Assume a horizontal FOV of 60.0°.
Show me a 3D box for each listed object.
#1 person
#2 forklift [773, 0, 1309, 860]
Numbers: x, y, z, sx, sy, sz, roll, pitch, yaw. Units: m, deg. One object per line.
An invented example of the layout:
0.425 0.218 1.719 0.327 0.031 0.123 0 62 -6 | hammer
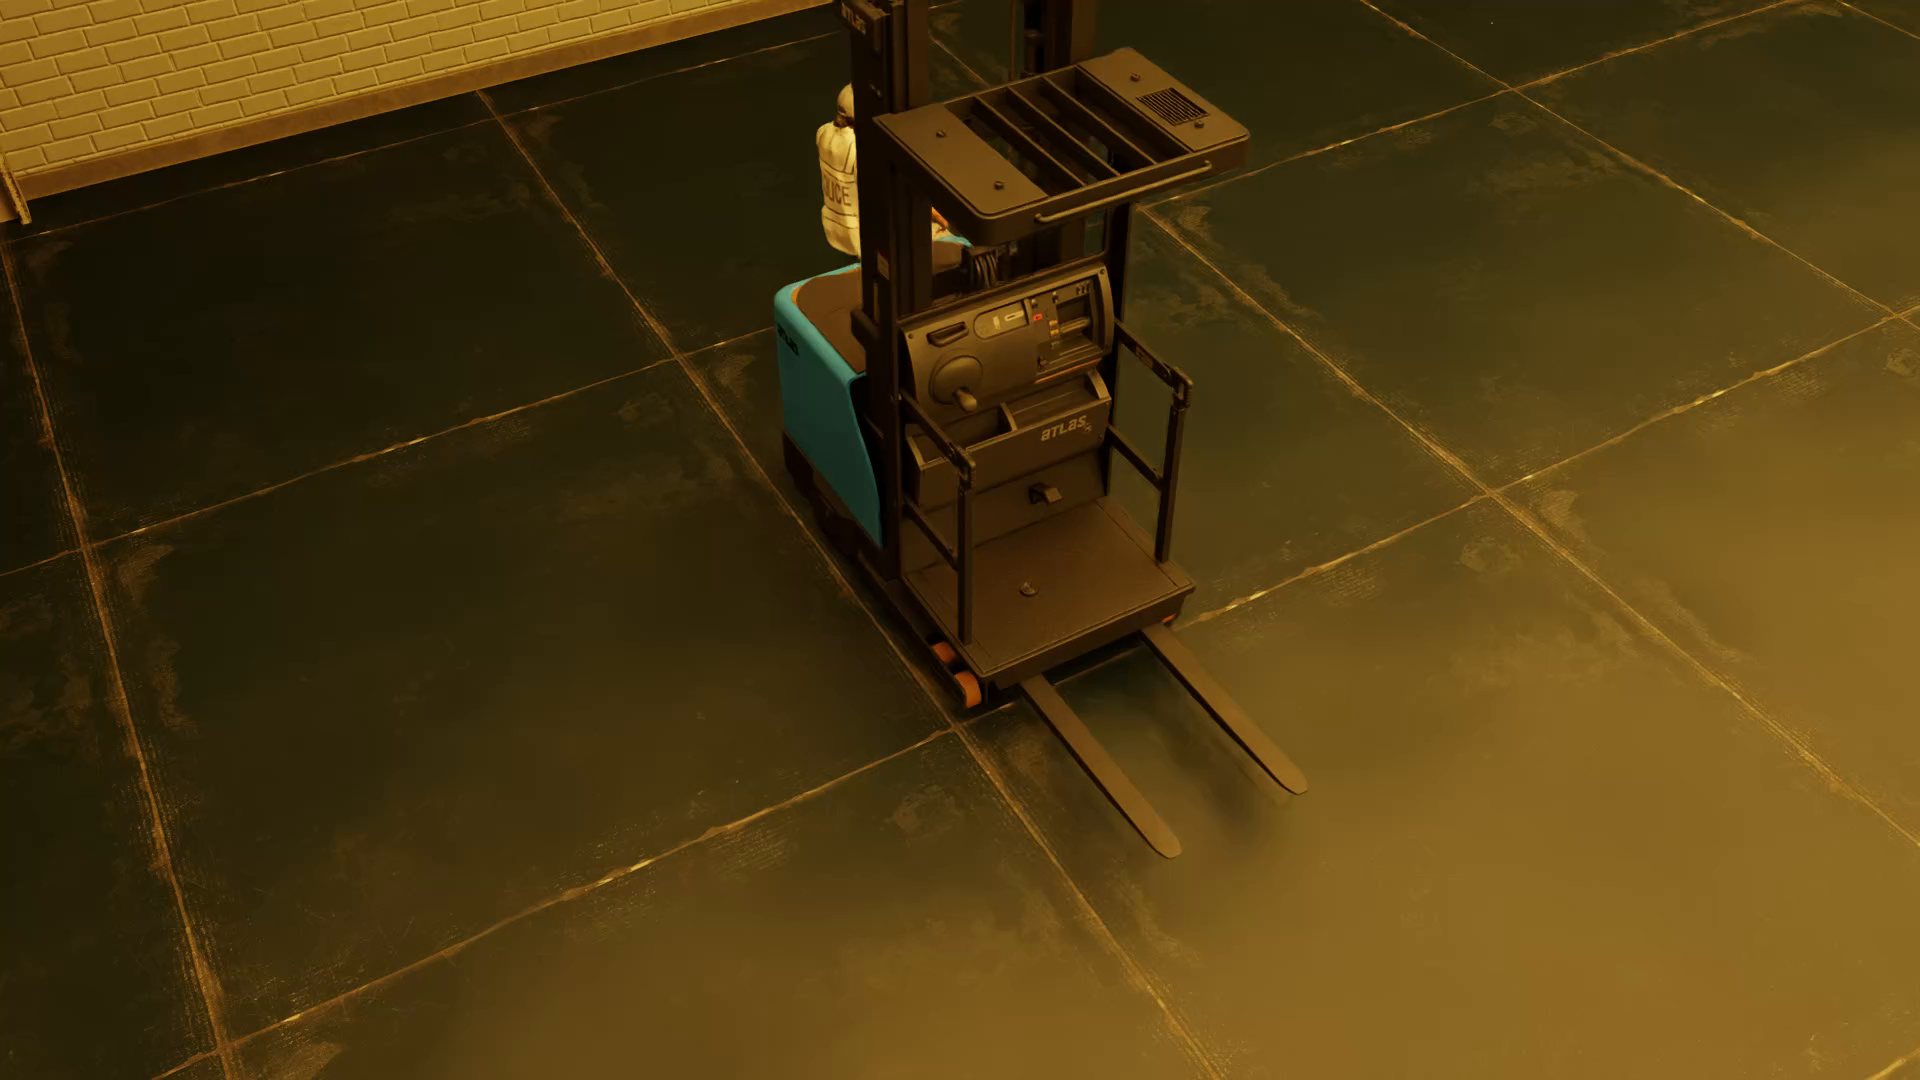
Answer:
-0.348 -1.738 8.699 0.765 1.489 0.767 -32 52 -30 | person
0.313 -0.717 6.471 1.130 2.935 3.031 -22 47 -22 | forklift
